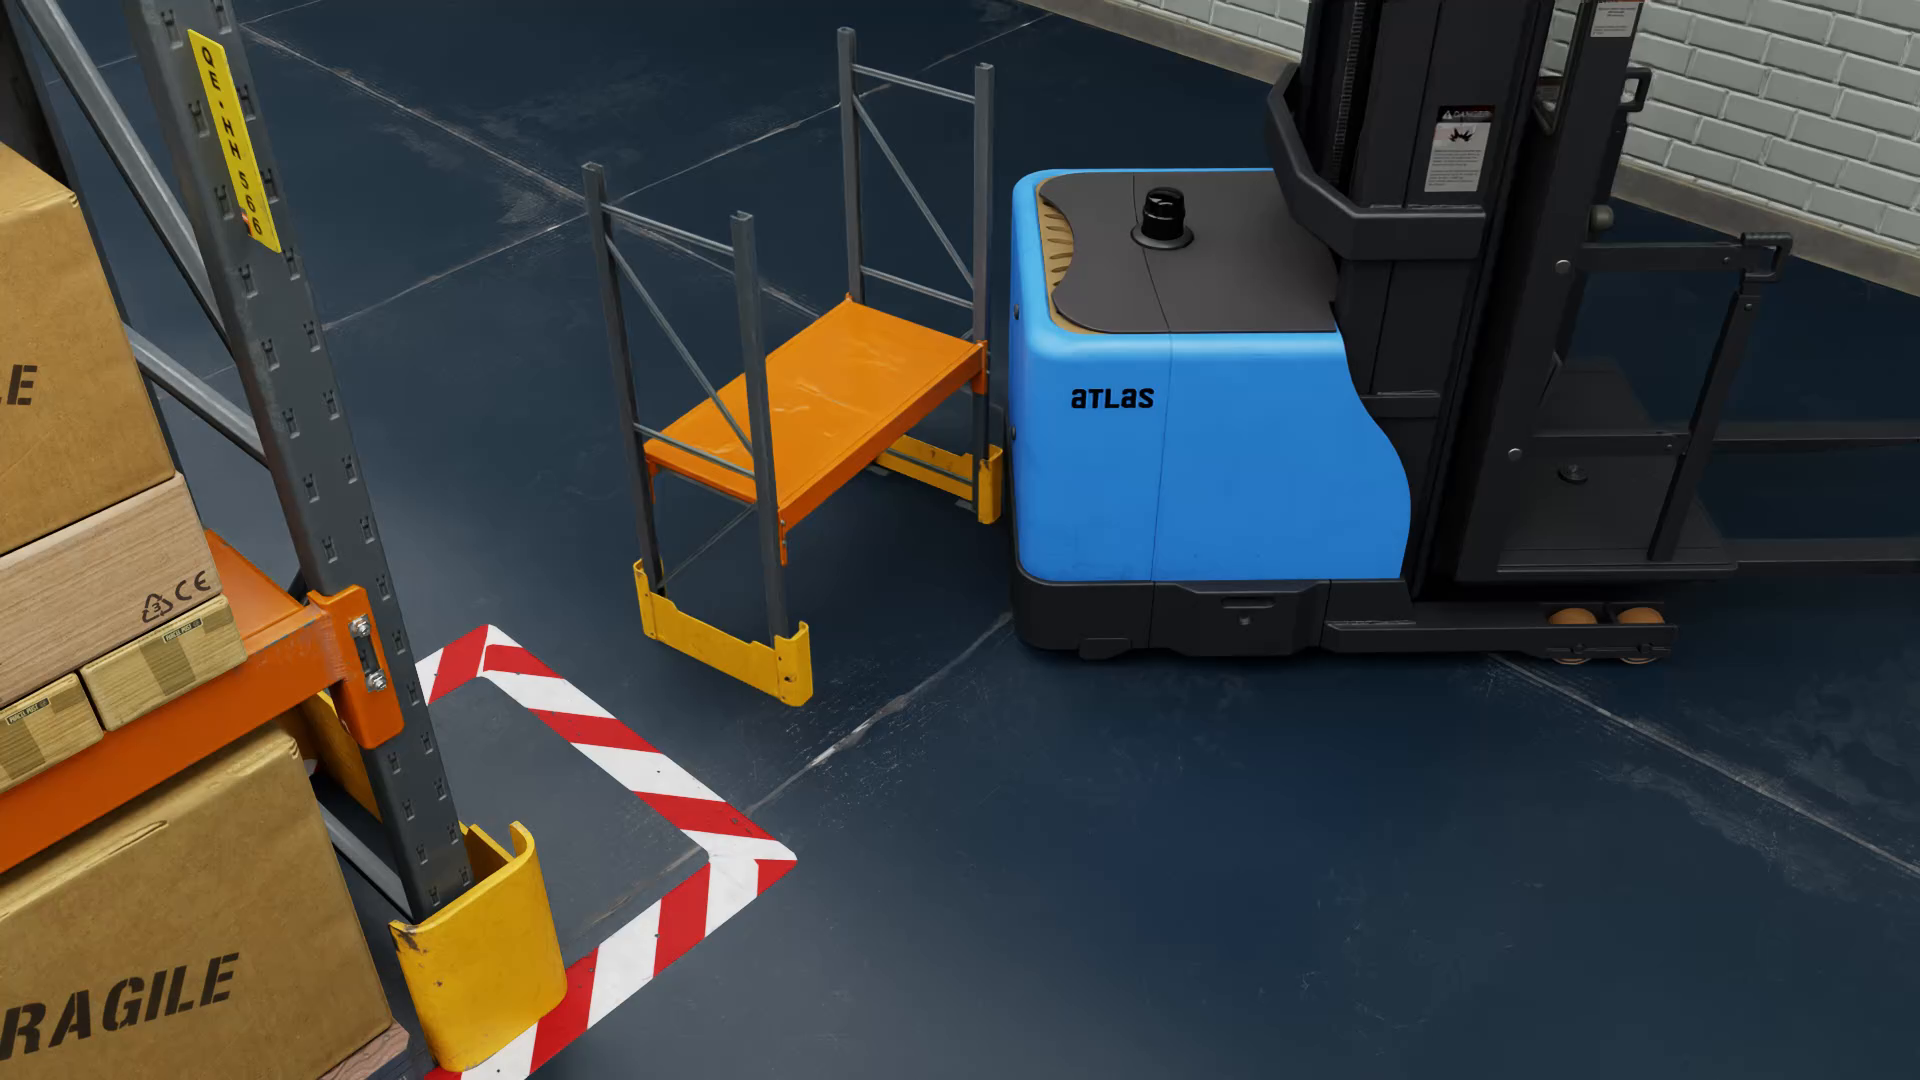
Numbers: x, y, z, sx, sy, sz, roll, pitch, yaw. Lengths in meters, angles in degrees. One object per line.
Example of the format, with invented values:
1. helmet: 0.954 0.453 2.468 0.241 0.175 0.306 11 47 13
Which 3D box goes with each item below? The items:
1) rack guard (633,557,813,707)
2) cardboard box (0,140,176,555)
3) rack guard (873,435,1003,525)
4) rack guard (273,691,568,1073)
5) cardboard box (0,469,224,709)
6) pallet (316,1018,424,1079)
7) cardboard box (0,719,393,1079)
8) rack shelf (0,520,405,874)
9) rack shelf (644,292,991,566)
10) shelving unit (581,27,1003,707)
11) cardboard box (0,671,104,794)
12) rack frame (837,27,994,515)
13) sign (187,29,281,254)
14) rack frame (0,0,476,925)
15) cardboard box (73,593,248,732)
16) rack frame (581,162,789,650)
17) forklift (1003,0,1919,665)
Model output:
1. rack guard: -0.675 0.254 4.730 0.587 0.250 0.087 22 44 26
2. cardboard box: -1.595 -0.289 2.482 0.500 0.500 0.500 30 47 32
3. rack guard: -0.127 -0.264 5.381 0.587 0.250 0.087 22 44 26
4. rack guard: -1.445 0.696 3.974 1.175 0.500 0.348 30 47 32
5. cardboard box: -1.592 0.005 2.716 0.500 0.250 0.500 29 47 31
6. pallet: -1.942 1.220 3.546 1.003 0.211 1.213 30 47 32
7. cardboard box: -1.833 0.723 3.300 0.875 0.875 0.875 30 47 32
8. rack shelf: -2.810 0.929 2.250 1.077 0.370 4.000 30 47 32
9. rack shelf: -0.406 -0.349 4.772 0.538 0.185 1.000 22 44 26
10. shelving unit: -0.401 -0.494 4.666 0.587 1.500 1.083 22 44 26
11. cardboard box: -1.632 0.249 2.729 0.380 0.149 0.250 30 47 32
12. rack frame: -0.126 -0.754 4.993 0.500 1.500 0.032 22 44 26
13. sign: -1.070 -0.583 2.453 0.100 0.325 0.005 30 47 32
14. rack frame: -1.461 -0.272 3.182 1.000 3.000 0.127 30 47 32
15. cardboard box: -1.458 0.128 2.880 0.380 0.149 0.250 31 48 33
16. rack frame: -0.685 -0.225 4.328 0.500 1.500 0.032 22 44 26
17. forklift: 1.664 -1.119 4.303 3.031 2.935 1.130 -1 38 -1
